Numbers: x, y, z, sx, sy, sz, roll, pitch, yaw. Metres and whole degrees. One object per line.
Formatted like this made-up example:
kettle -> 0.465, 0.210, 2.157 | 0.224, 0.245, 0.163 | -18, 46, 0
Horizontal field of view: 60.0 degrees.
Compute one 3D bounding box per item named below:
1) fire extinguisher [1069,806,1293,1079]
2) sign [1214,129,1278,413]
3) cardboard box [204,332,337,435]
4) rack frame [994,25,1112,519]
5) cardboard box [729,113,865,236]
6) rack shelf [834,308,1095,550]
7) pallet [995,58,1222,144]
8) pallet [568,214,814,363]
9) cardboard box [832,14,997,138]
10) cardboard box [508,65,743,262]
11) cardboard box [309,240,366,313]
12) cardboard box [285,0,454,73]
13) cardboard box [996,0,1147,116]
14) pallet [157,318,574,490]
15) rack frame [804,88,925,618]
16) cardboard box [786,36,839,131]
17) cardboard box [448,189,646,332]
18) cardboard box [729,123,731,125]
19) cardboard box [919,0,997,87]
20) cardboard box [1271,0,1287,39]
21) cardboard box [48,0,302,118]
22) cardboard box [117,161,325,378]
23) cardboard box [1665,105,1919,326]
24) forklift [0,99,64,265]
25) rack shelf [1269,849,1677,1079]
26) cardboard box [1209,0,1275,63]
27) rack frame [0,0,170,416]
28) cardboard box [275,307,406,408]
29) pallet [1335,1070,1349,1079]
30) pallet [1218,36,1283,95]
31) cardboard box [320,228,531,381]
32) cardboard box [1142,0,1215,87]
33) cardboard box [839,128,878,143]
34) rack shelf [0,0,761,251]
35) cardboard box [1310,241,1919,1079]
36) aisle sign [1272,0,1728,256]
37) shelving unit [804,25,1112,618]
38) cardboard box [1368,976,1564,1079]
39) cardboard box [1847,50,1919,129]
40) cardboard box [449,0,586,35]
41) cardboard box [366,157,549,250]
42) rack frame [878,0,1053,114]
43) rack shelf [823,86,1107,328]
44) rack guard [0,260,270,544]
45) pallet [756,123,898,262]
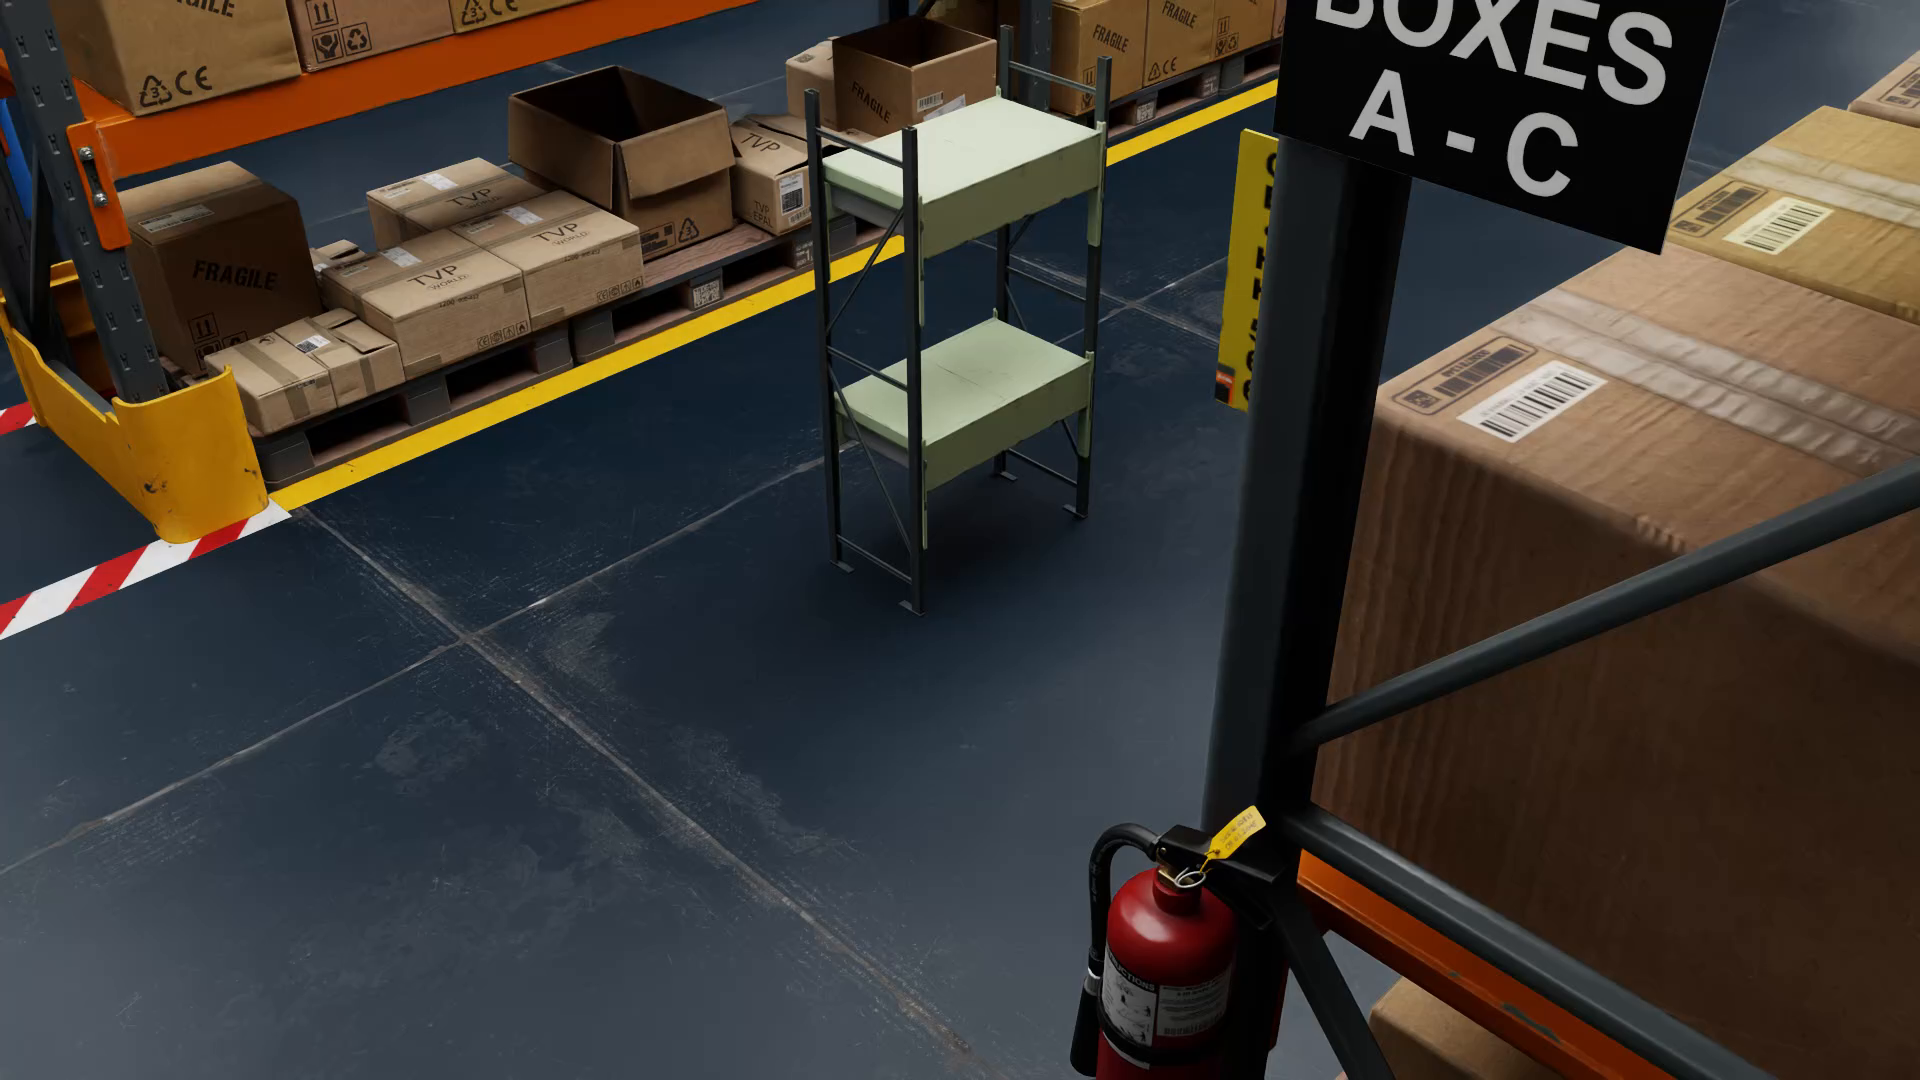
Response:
fire extinguisher -> 0.273, 0.579, 2.192 | 0.296, 0.674, 0.183 | 30, 45, 35
sign -> 0.331, -0.278, 1.807 | 0.100, 0.325, 0.005 | 30, 45, 35
cardboard box -> -2.272, -0.519, 5.479 | 0.380, 0.149, 0.250 | 30, 45, 35
rack frame -> 0.263, -0.766, 5.038 | 0.400, 1.500, 0.023 | 30, 45, 35
cardboard box -> -0.722, -1.528, 6.784 | 0.500, 0.311, 0.500 | 30, 45, 35
rack shelf -> 0.005, -0.350, 5.011 | 0.431, 0.370, 0.720 | 30, 45, 35
pallet -> 0.553, -2.302, 8.366 | 1.003, 0.211, 1.213 | 30, 45, 35
pallet -> -1.337, -1.180, 6.758 | 1.003, 0.211, 1.213 | 30, 45, 35
cardboard box -> -0.193, -1.910, 7.167 | 0.500, 0.500, 0.500 | 30, 45, 35
cardboard box -> -1.313, -1.492, 6.565 | 0.797, 0.503, 0.637 | 30, 45, 35
cardboard box -> -2.254, -0.943, 6.072 | 0.380, 0.166, 0.250 | 30, 45, 35
cardboard box -> -1.952, -1.803, 5.125 | 0.500, 0.500, 0.500 | 29, 44, 35
cardboard box -> 0.521, -2.353, 7.803 | 0.500, 0.500, 0.500 | 27, 43, 33
pallet -> -2.197, -0.687, 6.051 | 1.003, 0.211, 1.213 | 30, 45, 35
rack frame -> -0.253, -0.469, 4.612 | 0.400, 1.500, 0.023 | 30, 45, 35
cardboard box -> -0.442, -2.094, 7.597 | 0.500, 0.311, 0.500 | 30, 45, 35
cardboard box -> -1.522, -1.041, 6.140 | 0.500, 0.250, 0.500 | 30, 45, 35
cardboard box -> -1.045, -1.680, 7.129 | 0.380, 0.166, 0.250 | 30, 45, 35
cardboard box -> 0.151, -2.571, 8.115 | 0.500, 0.500, 0.500 | 29, 44, 35
cardboard box -> 1.603, -2.979, 8.700 | 0.500, 0.500, 0.500 | 28, 43, 34
cardboard box -> -2.312, -1.591, 4.822 | 0.500, 0.500, 0.500 | -29, 44, -35
cardboard box -> -2.603, -0.951, 5.793 | 0.500, 0.500, 0.500 | 30, 45, 35
cardboard box -> 1.564, -0.115, 2.531 | 0.980, 0.700, 0.700 | 29, 44, 35
forklift -> -5.092, -2.539, 6.329 | 3.031, 2.935, 1.130 | 24, 41, 30
rack shelf -> 2.116, 0.002, 3.254 | 1.077, 0.370, 4.000 | 30, 45, 35
cardboard box -> 1.246, -2.774, 8.406 | 0.500, 0.500, 0.500 | -29, 44, -35
rack frame -> -2.811, -1.476, 4.745 | 1.000, 3.000, 0.127 | 30, 45, 35
cardboard box -> -2.096, -0.628, 5.620 | 0.380, 0.166, 0.250 | 30, 45, 35
pallet -> 1.215, 1.306, 3.192 | 1.003, 0.211, 1.213 | 30, 45, 35
pallet -> 1.413, -2.799, 9.079 | 1.003, 0.211, 1.213 | 30, 45, 35
cardboard box -> -1.875, -0.838, 5.849 | 0.500, 0.250, 0.500 | 30, 45, 35
cardboard box -> 0.889, -2.574, 8.120 | 0.500, 0.500, 0.500 | -29, 44, -35
cardboard box -> -0.415, -1.589, 7.014 | 0.380, 0.149, 0.250 | 30, 45, 35
rack shelf -> -1.402, -1.993, 6.115 | 1.077, 0.370, 4.000 | 30, 45, 35
cardboard box -> 1.059, 0.185, 2.101 | 0.700, 0.700, 0.980 | -28, 43, -34
aisle sign -> 0.443, -0.639, 1.272 | 0.394, 0.787, 0.004 | 30, 45, 35
shelving unit -> 0.005, -0.618, 4.825 | 0.431, 1.500, 0.755 | 30, 45, 35
cardboard box -> 1.129, 1.047, 2.944 | 0.700, 0.500, 0.500 | 30, 45, 35
cardboard box -> 2.107, -0.421, 2.969 | 0.980, 0.700, 0.700 | 27, 43, 33
cardboard box -> -1.596, -2.005, 5.416 | 0.500, 0.500, 0.500 | 29, 44, 35
cardboard box -> -1.912, -1.222, 6.400 | 0.500, 0.250, 0.500 | 30, 45, 35
rack frame -> 0.007, -3.100, 7.073 | 1.000, 3.000, 0.127 | 30, 45, 35
rack shelf -> 0.005, -0.938, 4.602 | 0.431, 0.370, 0.720 | 30, 45, 35
rack guard -> -2.758, -0.482, 5.504 | 1.175, 0.500, 0.348 | 30, 45, 35
pallet -> -0.478, -1.678, 7.471 | 1.003, 0.211, 1.213 | 30, 45, 35
